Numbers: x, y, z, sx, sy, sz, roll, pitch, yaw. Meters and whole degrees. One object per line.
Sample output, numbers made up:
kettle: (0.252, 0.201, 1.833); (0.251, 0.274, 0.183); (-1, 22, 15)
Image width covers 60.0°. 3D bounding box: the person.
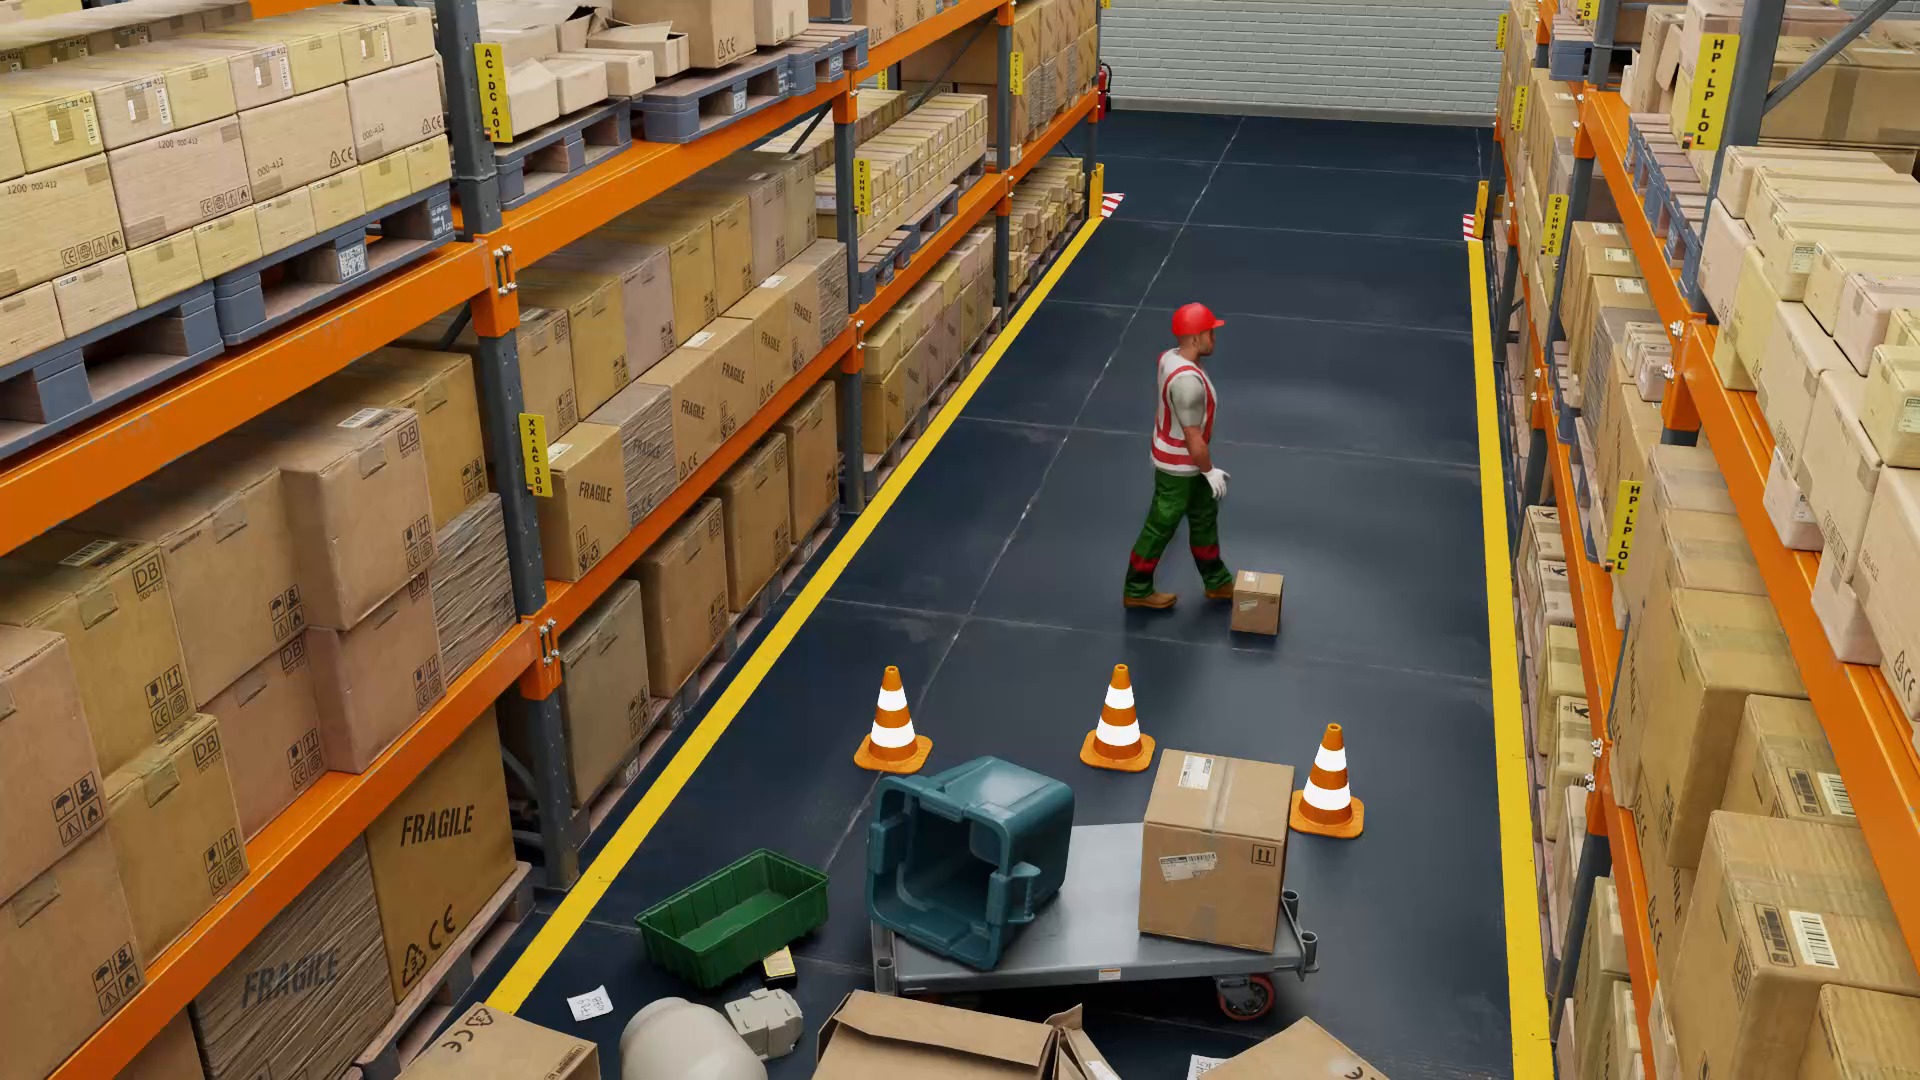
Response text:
person: (1.288, -0.419, 8.934); (0.755, 1.772, 0.588); (2, 25, 5)
